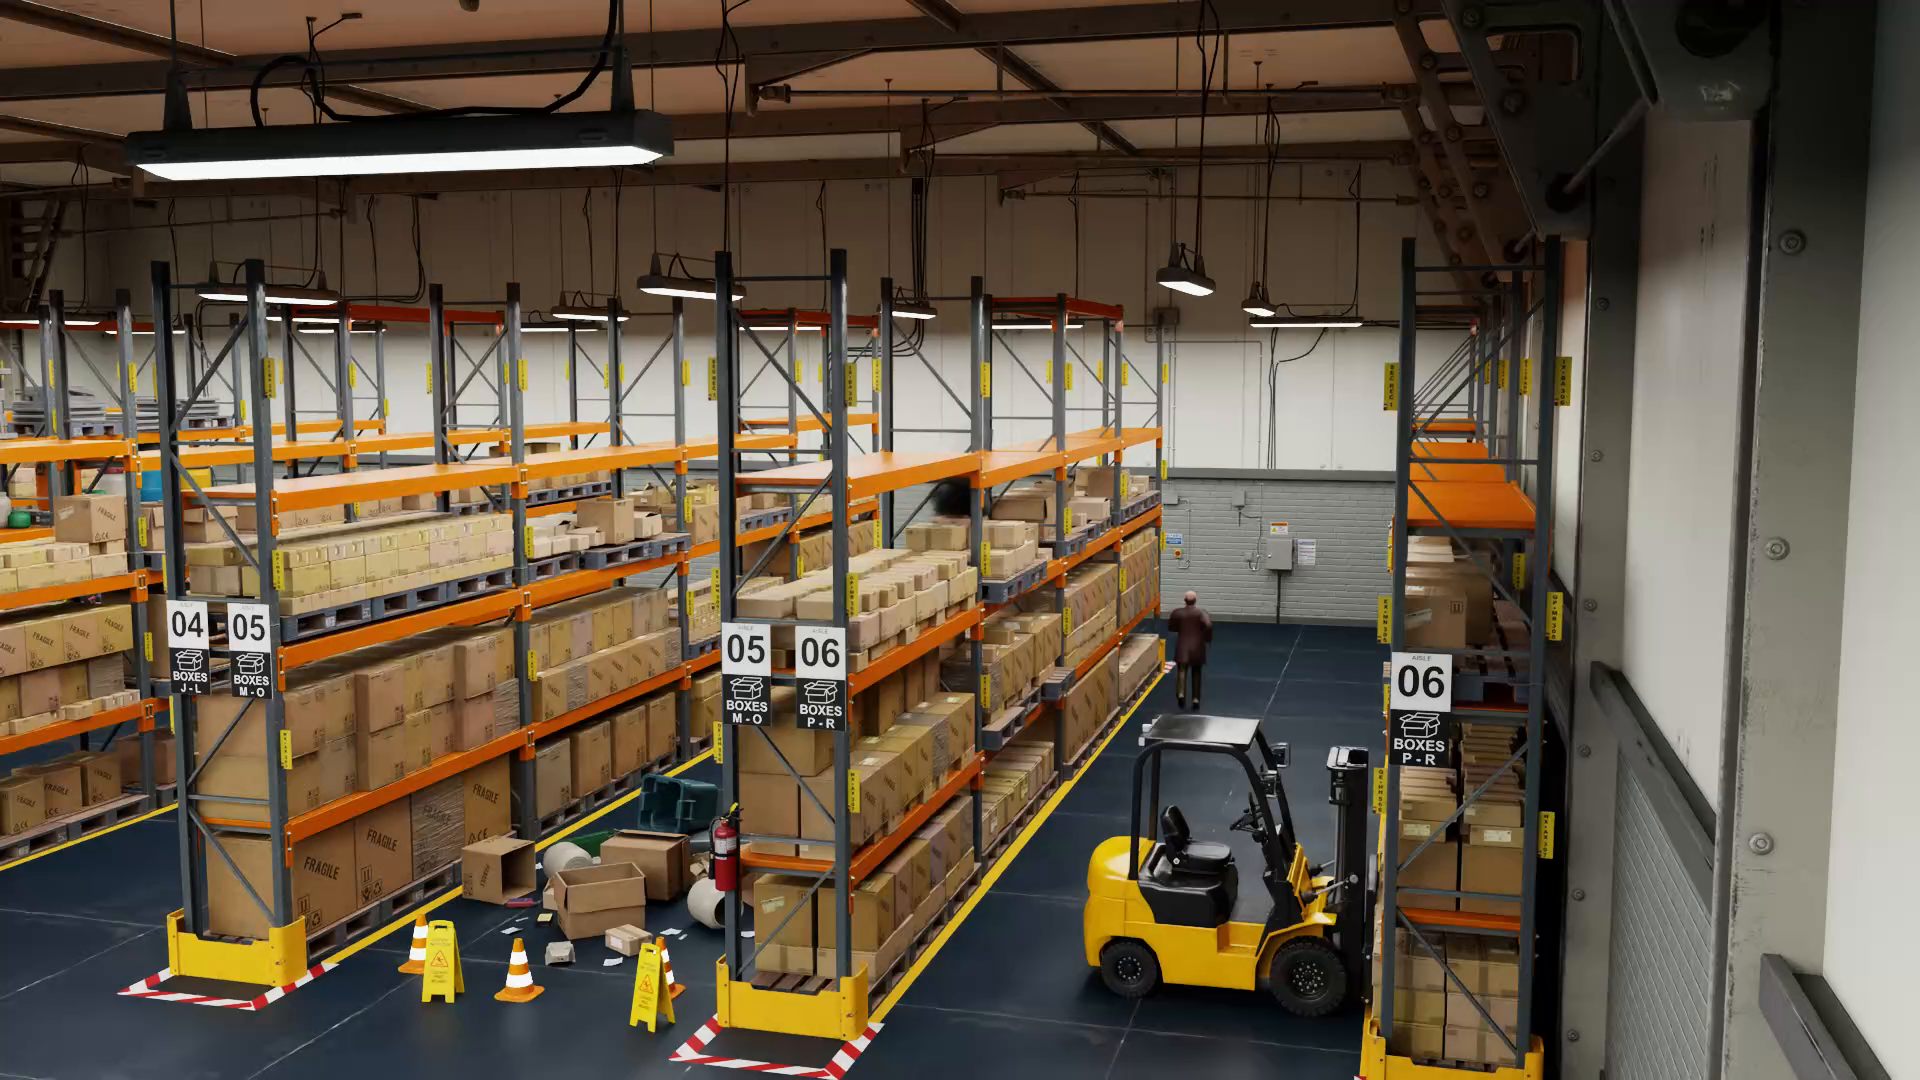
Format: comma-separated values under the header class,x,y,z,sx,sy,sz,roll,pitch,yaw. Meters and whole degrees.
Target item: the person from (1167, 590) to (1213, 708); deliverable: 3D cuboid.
class,x,y,z,sx,sy,sz,roll,pitch,yaw
person,3.444,1.661,24.840,0.695,1.697,1.064,1,6,13
